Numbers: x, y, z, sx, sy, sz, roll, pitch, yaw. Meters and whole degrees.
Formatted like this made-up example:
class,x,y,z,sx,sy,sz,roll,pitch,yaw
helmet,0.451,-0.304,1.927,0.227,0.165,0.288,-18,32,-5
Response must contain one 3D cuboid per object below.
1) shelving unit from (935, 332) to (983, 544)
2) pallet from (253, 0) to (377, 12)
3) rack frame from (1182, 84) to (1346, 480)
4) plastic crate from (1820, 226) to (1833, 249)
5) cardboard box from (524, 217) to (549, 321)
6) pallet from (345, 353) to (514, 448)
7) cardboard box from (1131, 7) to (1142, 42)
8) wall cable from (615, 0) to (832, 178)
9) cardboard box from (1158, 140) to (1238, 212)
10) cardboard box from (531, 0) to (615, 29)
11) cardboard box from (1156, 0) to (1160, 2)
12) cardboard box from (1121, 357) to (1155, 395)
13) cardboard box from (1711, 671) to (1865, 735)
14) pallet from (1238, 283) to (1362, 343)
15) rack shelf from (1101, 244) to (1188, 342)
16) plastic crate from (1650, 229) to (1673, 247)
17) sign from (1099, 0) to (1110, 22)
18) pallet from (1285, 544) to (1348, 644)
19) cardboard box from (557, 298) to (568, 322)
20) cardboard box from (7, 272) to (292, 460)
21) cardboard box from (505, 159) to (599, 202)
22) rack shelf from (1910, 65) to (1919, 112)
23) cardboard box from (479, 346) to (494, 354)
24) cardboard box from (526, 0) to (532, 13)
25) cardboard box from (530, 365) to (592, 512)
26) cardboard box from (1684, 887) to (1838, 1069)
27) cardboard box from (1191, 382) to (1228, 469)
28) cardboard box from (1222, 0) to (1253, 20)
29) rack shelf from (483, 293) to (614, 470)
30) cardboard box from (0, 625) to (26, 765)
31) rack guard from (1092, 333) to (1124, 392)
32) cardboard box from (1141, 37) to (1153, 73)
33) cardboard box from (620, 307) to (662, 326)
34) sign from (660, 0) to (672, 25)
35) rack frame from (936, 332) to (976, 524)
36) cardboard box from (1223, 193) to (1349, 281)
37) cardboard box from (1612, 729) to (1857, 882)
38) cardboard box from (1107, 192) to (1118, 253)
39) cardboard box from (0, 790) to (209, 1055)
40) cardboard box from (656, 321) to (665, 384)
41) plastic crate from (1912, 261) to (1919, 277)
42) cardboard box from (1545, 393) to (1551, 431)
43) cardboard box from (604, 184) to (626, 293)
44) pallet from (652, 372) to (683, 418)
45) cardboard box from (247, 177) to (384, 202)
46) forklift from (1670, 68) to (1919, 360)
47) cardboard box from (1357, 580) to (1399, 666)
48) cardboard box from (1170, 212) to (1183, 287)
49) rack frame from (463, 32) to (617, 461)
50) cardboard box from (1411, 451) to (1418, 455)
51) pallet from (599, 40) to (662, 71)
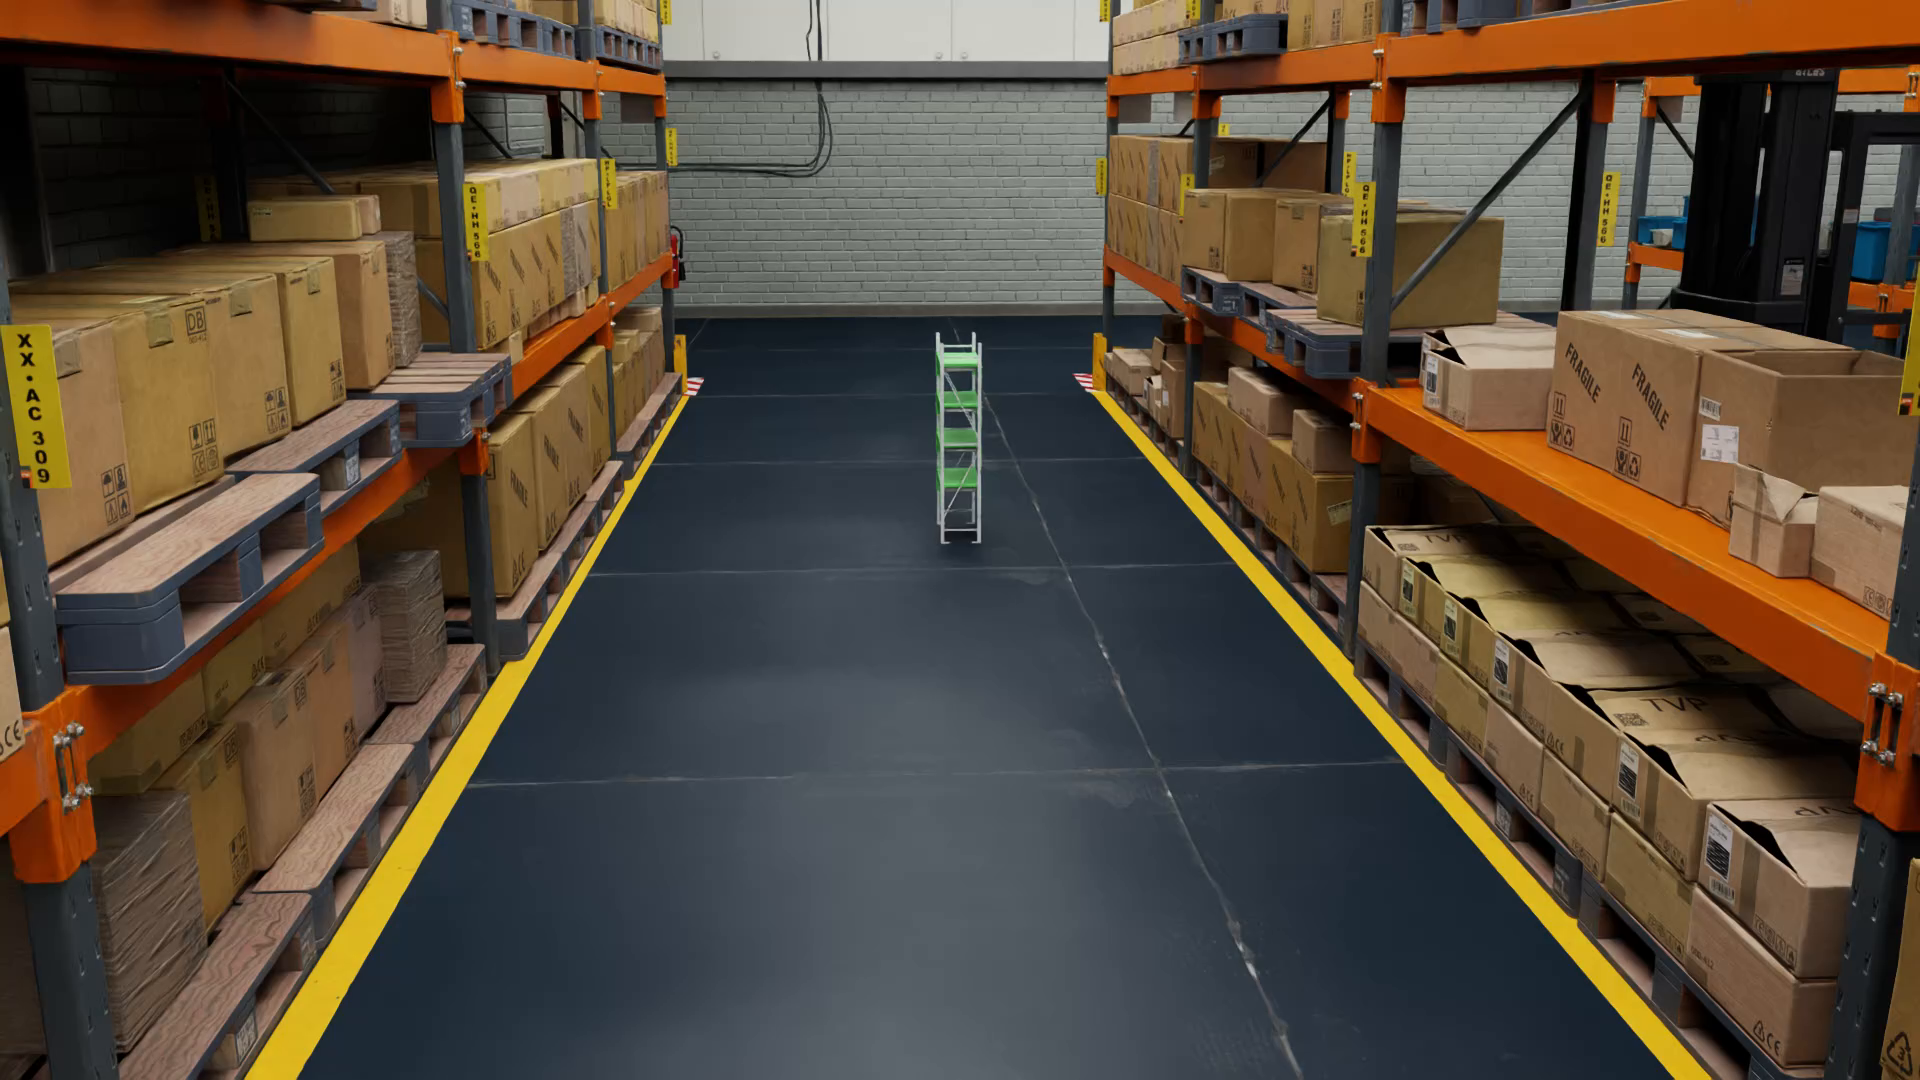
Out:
class,x,y,z,sx,sy,sz,roll,pitch,yaw
shelving unit,-0.010,-0.622,10.037,0.258,1.200,0.503,-1,14,-3
pallet,-2.369,-1.607,4.609,1.213,0.211,1.003,-1,14,-3
rack frame,2.079,-1.899,11.388,1.000,3.000,0.127,-1,14,-3
plastic crate,7.112,-2.329,13.176,0.437,0.282,0.530,-1,14,-3
cardboard box,-2.445,-1.408,8.640,0.500,0.500,0.500,-1,14,-4
pallet,-2.467,-0.558,6.562,1.213,0.211,1.003,-1,14,-3
cardboard box,1.664,-4.136,13.358,0.500,0.250,0.500,-1,14,-3
wall cable,-3.107,-5.630,20.081,3.097,2.526,0.112,-1,14,-3
cardboard box,1.754,-2.681,12.219,0.500,0.500,0.500,-1,14,-5
cardboard box,-2.645,-3.629,11.351,0.500,0.250,0.500,-1,14,-4
cardboard box,1.901,-4.378,12.793,0.700,0.500,0.500,-1,14,-3
cardboard box,1.643,-1.387,14.033,0.500,0.250,0.500,-1,14,-3
cardboard box,2.738,0.587,5.274,0.500,0.311,0.500,-1,14,-5
pallet,2.201,-1.295,9.425,1.003,0.211,1.213,-1,14,-3
rack shelf,1.955,-2.048,13.410,1.077,0.370,4.000,-1,14,-3
plastic crate,6.399,-2.723,15.000,0.250,0.136,0.298,-1,14,-3
sign,1.289,-4.761,14.739,0.100,0.325,0.005,-1,14,-3
pallet,2.318,0.260,8.593,1.003,0.211,1.213,-1,14,-3
cardboard box,-2.528,-1.376,9.818,0.380,0.149,0.250,-1,14,-3
cardboard box,-2.467,-0.523,4.956,0.700,0.500,0.500,1,14,4
cardboard box,-2.581,-2.275,10.505,0.500,0.250,0.500,-1,14,-2
rack shelf,7.147,-2.582,9.464,1.077,0.370,4.000,-1,14,-3
cardboard box,-2.414,-0.863,7.825,0.380,0.149,0.250,-1,14,-3
cardboard box,-2.920,-3.315,9.789,0.700,0.500,0.500,-2,15,-6
cardboard box,-2.637,-0.603,9.823,0.750,0.750,0.750,0,14,-2
cardboard box,2.259,1.120,4.329,0.500,0.250,0.500,-1,14,-4
cardboard box,1.865,-0.778,11.162,0.500,0.500,0.500,-2,15,-6
cardboard box,2.036,-3.526,10.445,0.600,0.600,0.600,-2,15,-9
rack shelf,-2.741,-0.976,9.243,1.077,0.370,4.000,-1,14,-3
cardboard box,-2.038,0.344,2.931,0.500,0.250,0.500,-1,14,-3
rack guard,1.836,-1.664,15.492,1.175,0.500,0.348,-1,14,-3
cardboard box,1.697,-3.769,12.937,0.500,0.250,0.500,-1,14,-3
cardboard box,-2.780,-1.922,14.348,0.380,0.149,0.250,-1,14,-4
sign,-2.571,-4.665,14.498,0.100,0.325,0.005,-1,14,-3
rack frame,-0.025,-0.683,10.273,0.240,1.200,0.015,-1,14,-3
cardboard box,1.991,-1.860,10.191,0.700,0.500,0.500,1,14,5
cardboard box,2.225,0.722,4.752,0.500,0.311,0.500,0,14,-2
cardboard box,1.595,-2.828,14.797,0.500,0.500,0.500,-1,14,-2
cardboard box,-2.432,0.983,4.321,0.700,0.500,0.500,0,14,-2
cardboard box,-2.970,-1.637,14.542,0.700,0.500,0.500,-1,14,-3
plastic crate,7.137,-1.994,12.165,0.396,0.136,0.243,-1,14,-3
cardboard box,2.462,-0.466,6.323,0.380,0.149,0.250,0,14,1
cardboard box,-2.883,-2.102,11.575,0.980,0.700,0.700,-1,14,-3
pallet,-2.985,-1.268,14.532,1.003,0.211,1.213,-1,14,-3
cardboard box,-2.904,-1.501,7.498,0.500,0.250,0.500,0,14,-2
forklift,5.377,-1.600,10.365,3.031,2.935,1.130,-2,15,-7
cardboard box,2.066,0.359,7.288,0.500,0.250,0.500,-1,14,-4
cardboard box,1.792,-2.068,11.843,0.500,0.500,0.500,-1,14,-3
rack frame,-2.865,-1.822,11.087,1.000,3.000,0.127,-1,14,-3
cardboard box,2.519,-0.279,9.226,0.500,0.500,0.500,-1,14,-4
pallet,-3.057,-4.042,13.874,1.003,0.211,1.213,-1,14,-3
